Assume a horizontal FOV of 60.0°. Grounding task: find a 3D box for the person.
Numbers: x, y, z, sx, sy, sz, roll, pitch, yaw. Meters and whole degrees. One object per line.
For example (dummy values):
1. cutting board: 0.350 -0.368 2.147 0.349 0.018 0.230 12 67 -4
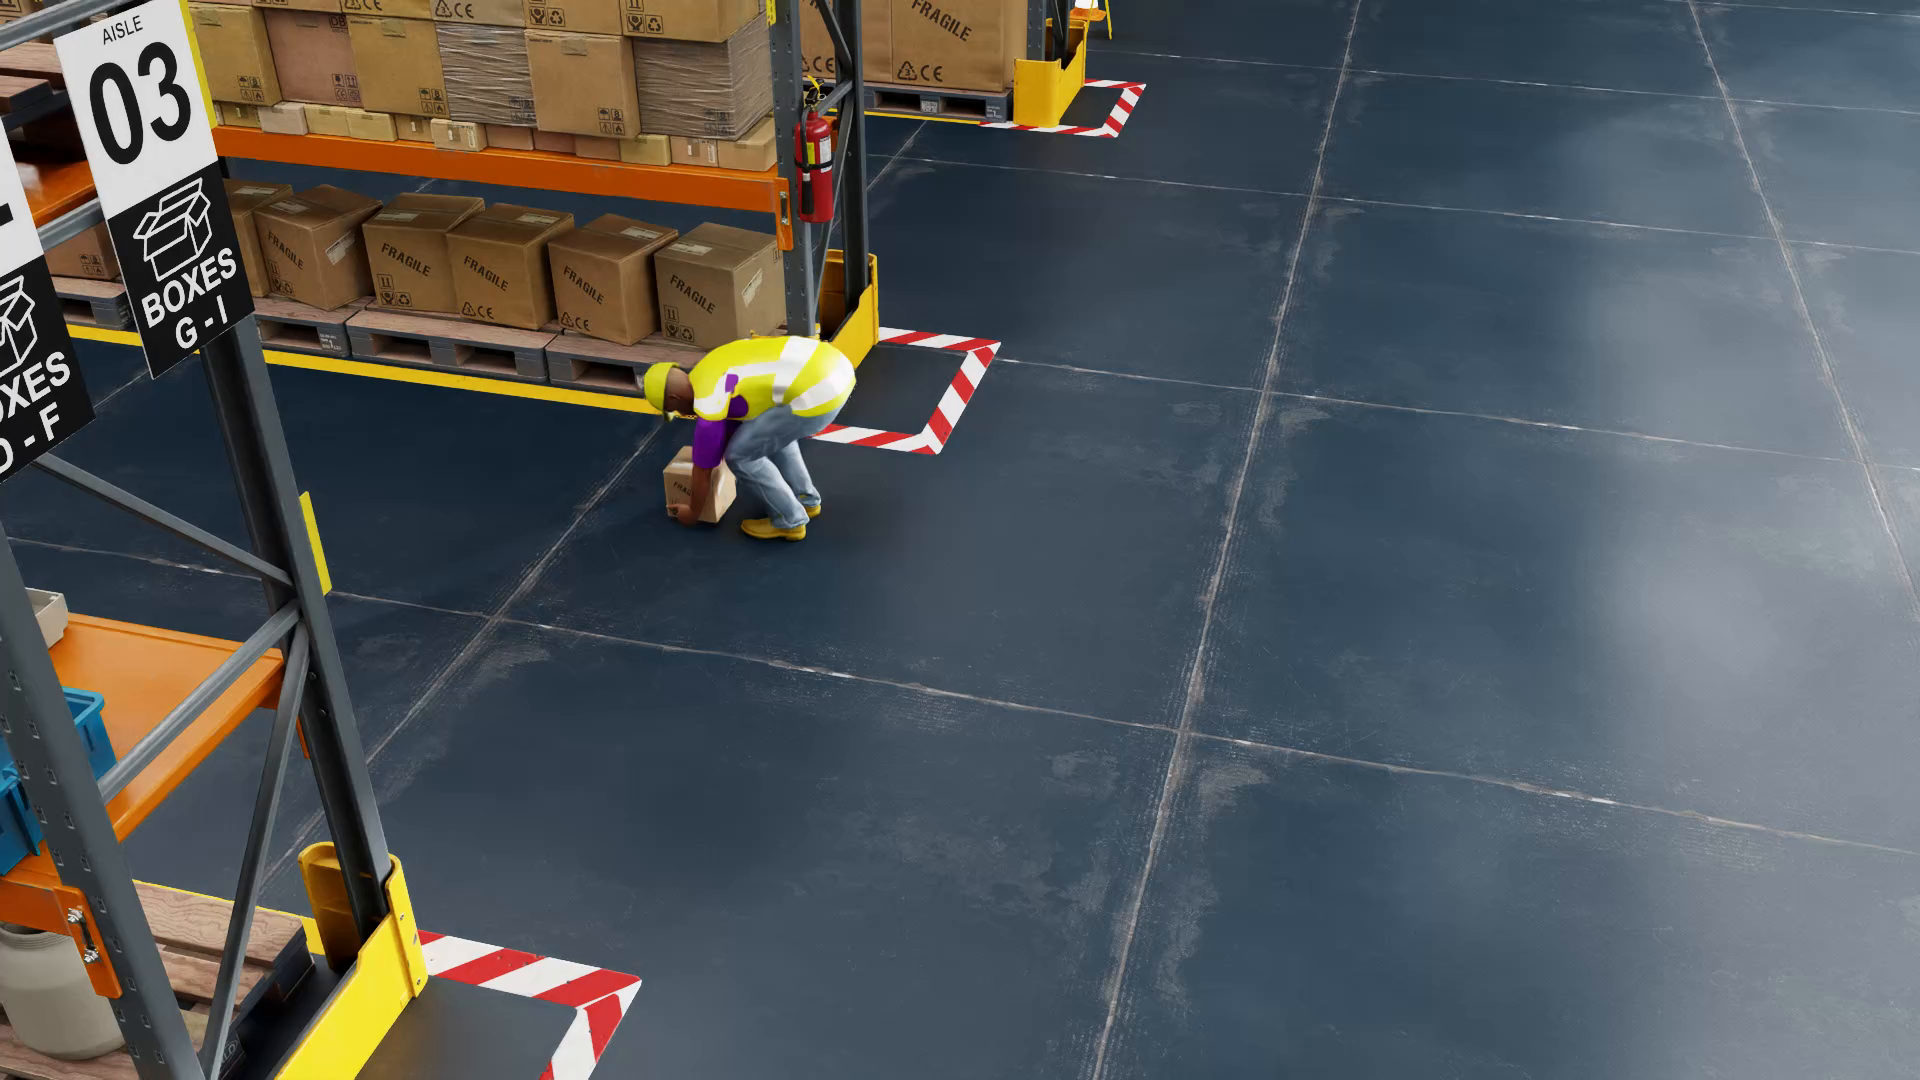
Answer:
1. person: -0.967 -0.489 7.643 0.974 0.939 0.506 7 33 10
